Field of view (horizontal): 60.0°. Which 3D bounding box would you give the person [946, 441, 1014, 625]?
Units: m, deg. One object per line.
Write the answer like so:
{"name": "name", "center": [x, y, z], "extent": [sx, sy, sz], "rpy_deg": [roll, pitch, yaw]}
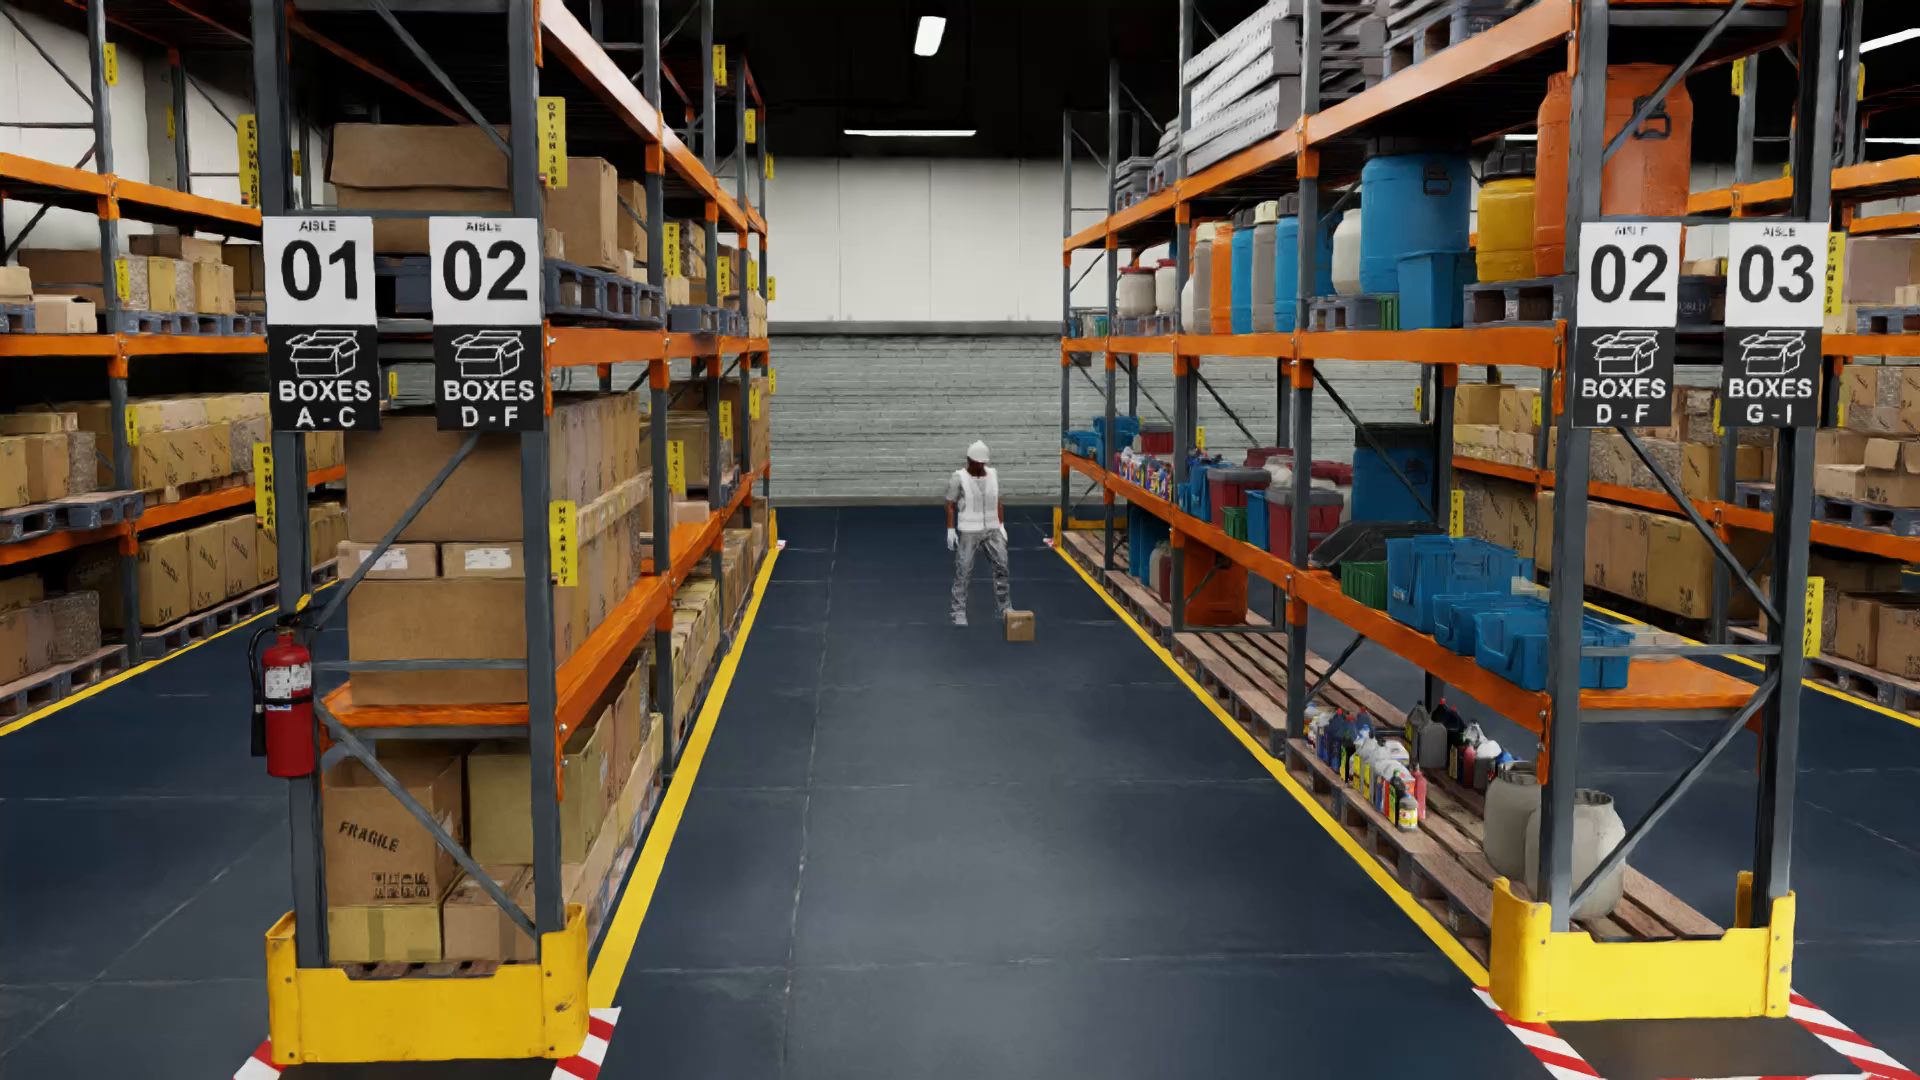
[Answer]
{"name": "person", "center": [0.214, -0.072, 16.086], "extent": [0.687, 1.776, 0.455], "rpy_deg": [-3, 7, -23]}
